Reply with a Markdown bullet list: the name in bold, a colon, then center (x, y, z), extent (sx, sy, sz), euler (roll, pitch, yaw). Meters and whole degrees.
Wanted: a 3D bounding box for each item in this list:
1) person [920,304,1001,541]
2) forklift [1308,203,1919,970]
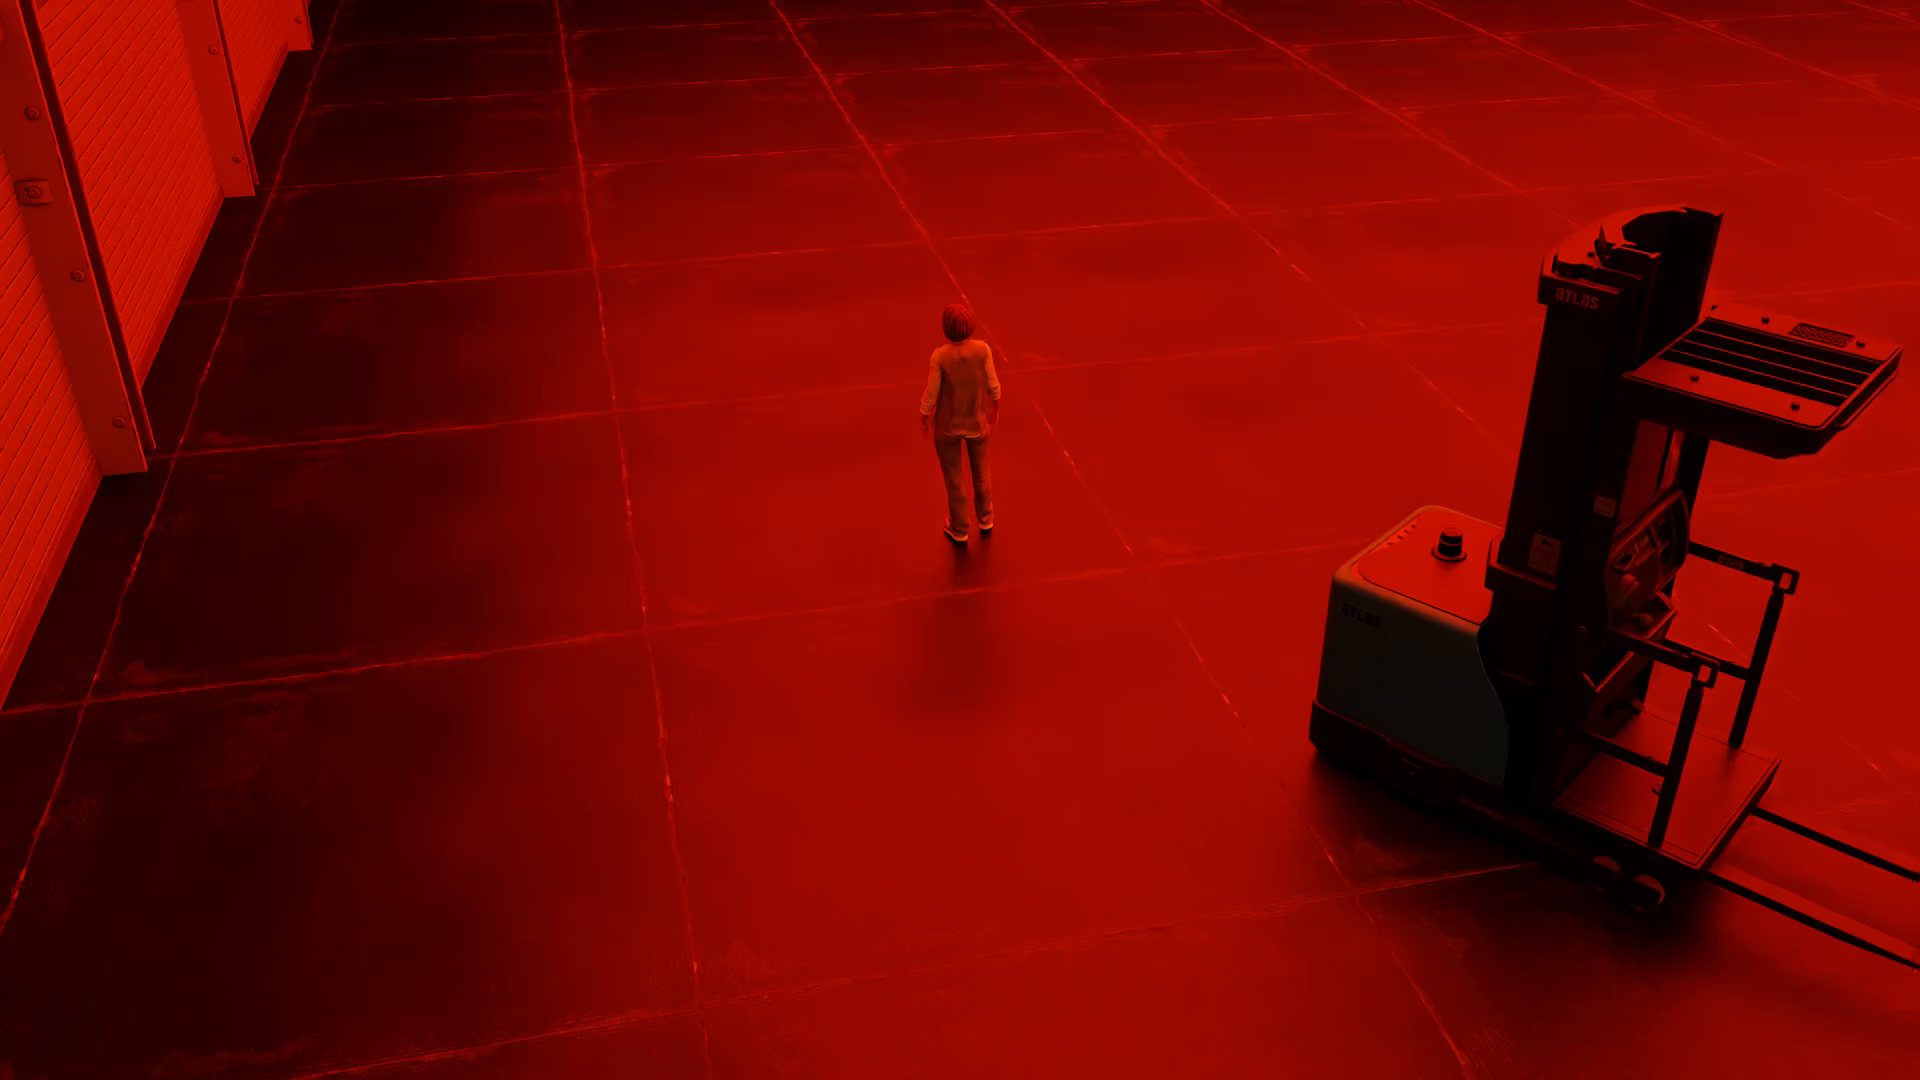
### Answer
- **person**: center (-0.004, -0.736, 10.162), extent (0.520, 1.599, 0.473), euler (-7, 31, -12)
- **forklift**: center (3.238, 0.127, 7.355), extent (3.031, 2.935, 1.130), euler (24, 38, 35)
